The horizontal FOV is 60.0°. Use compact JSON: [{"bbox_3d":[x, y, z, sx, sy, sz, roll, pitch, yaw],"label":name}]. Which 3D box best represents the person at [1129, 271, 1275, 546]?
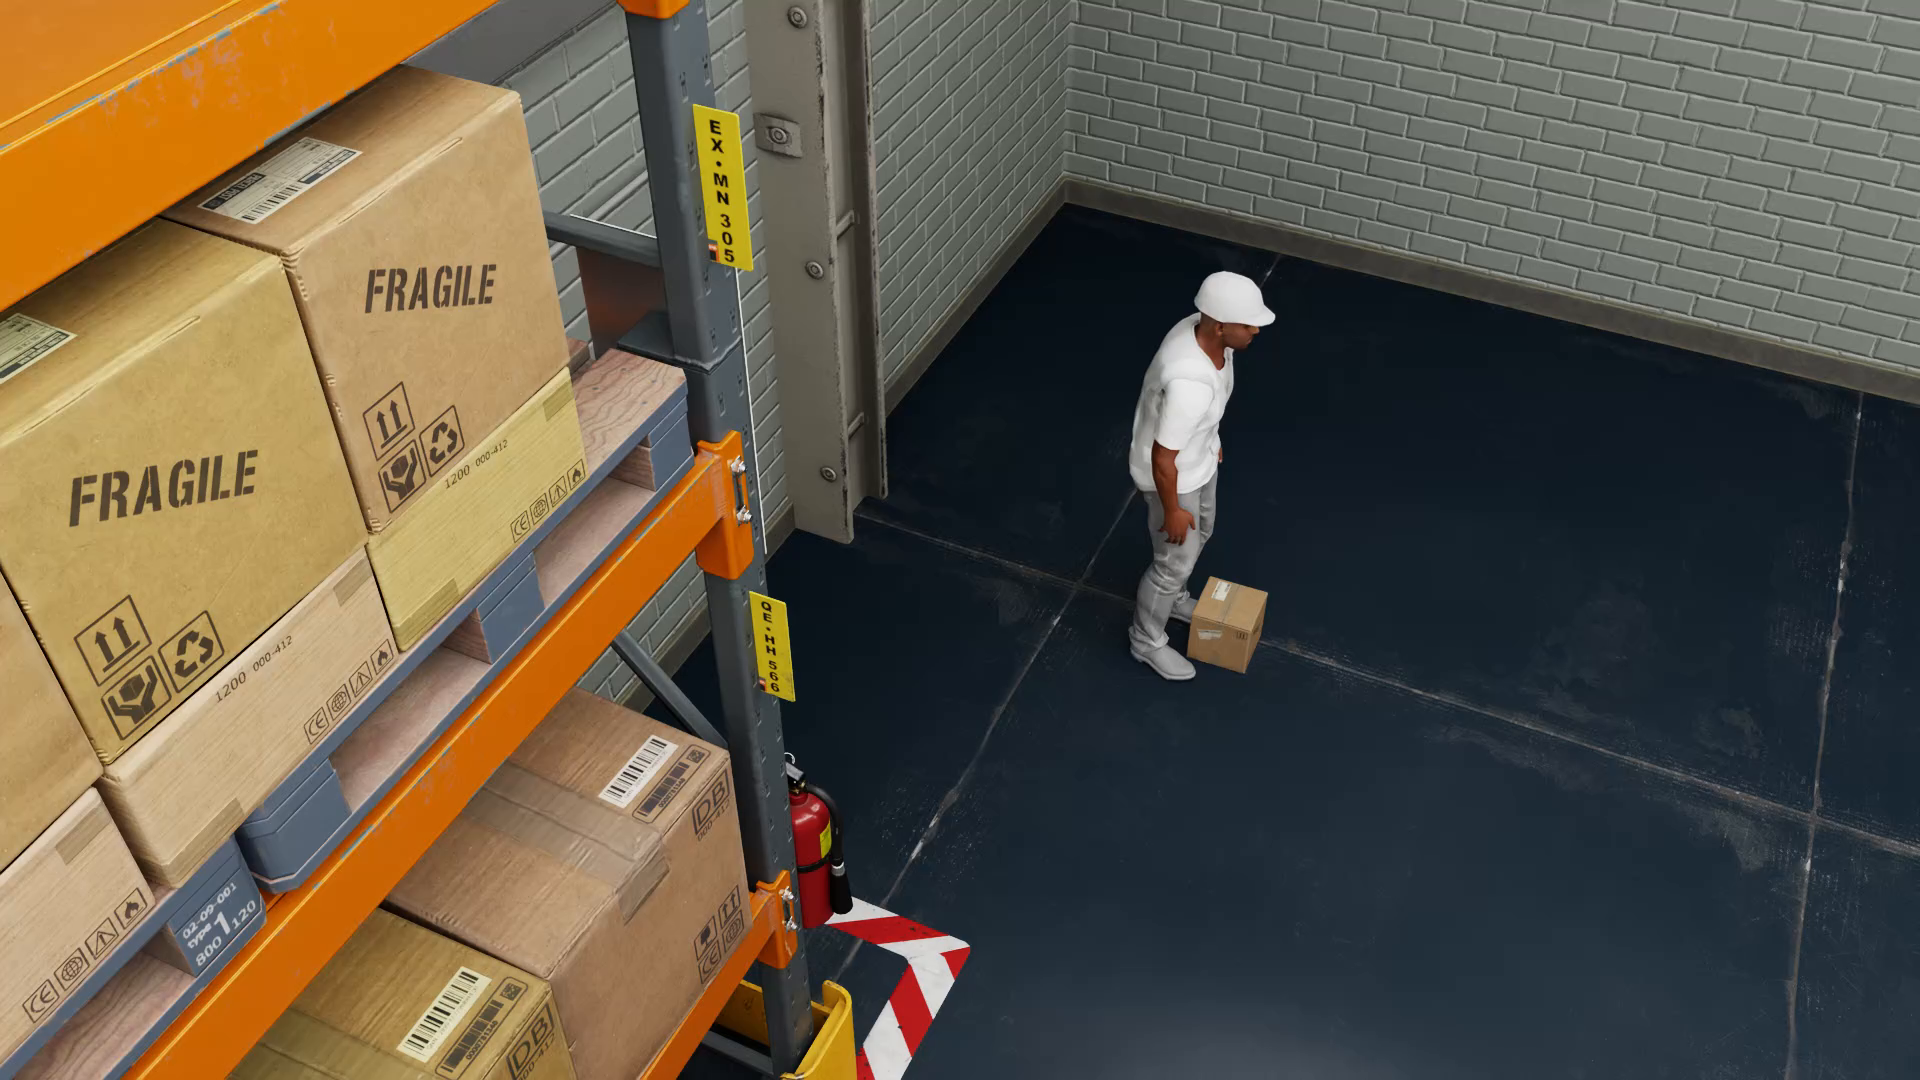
[{"bbox_3d":[0.895,-0.536,6.224,0.462,1.062,0.632,15,44,16],"label":"person"}]
